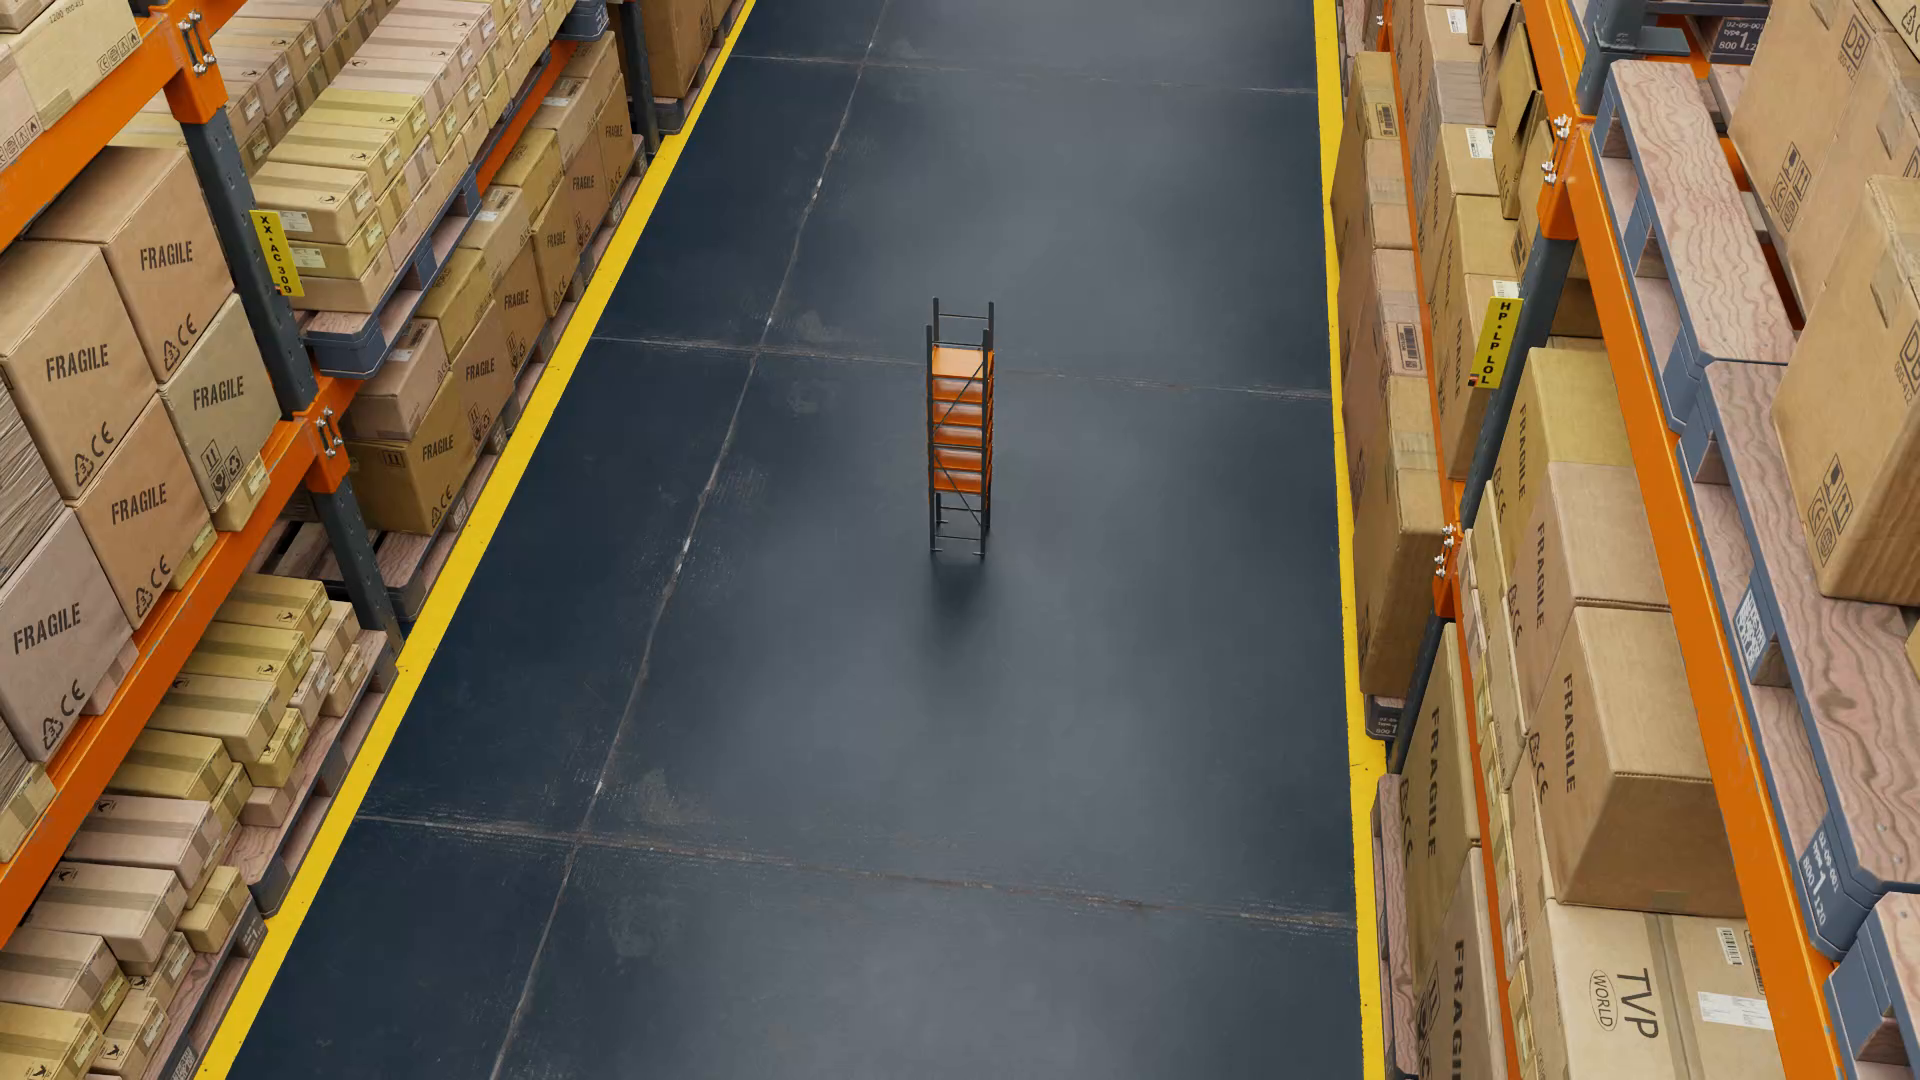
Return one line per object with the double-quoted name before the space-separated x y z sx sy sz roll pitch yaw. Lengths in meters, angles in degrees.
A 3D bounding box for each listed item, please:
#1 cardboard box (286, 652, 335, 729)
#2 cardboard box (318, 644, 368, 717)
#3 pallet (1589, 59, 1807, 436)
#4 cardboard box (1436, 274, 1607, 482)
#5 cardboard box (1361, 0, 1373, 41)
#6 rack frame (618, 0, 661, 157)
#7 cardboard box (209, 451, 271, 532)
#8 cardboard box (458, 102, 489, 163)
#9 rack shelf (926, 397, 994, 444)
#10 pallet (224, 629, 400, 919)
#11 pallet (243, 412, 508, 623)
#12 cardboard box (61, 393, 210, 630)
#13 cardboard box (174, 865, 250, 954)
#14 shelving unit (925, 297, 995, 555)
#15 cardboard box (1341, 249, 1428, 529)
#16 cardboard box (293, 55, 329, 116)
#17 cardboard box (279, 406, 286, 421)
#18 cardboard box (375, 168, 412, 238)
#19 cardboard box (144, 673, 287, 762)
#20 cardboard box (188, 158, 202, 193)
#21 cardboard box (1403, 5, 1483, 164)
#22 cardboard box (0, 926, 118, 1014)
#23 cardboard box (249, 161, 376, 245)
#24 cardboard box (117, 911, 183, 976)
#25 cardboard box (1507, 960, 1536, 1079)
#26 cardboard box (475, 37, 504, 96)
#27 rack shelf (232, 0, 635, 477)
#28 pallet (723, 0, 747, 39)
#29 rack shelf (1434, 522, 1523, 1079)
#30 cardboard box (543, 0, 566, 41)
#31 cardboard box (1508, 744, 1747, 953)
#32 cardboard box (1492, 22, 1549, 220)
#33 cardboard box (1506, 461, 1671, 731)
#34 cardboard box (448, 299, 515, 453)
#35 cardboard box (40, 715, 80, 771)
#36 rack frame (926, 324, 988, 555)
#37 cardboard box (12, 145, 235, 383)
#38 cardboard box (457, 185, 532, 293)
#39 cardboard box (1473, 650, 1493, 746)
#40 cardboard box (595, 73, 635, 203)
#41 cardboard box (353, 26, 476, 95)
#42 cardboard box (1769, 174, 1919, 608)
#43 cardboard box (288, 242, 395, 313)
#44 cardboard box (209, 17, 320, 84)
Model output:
"cardboard box" -2.529 0.538 6.074 0.380 0.149 0.250 3 44 4
"cardboard box" -2.493 0.515 6.315 0.380 0.149 0.250 6 44 6
"pallet" 2.006 -0.647 3.657 1.003 0.211 1.213 5 44 6
"cardboard box" 1.915 -0.526 5.574 0.500 0.500 0.500 5 44 6
"cardboard box" 2.851 -3.349 10.126 0.700 0.500 0.500 9 44 9
"rack frame" -2.250 -3.392 8.673 1.000 3.000 0.127 5 44 6
"cardboard box" -2.511 -0.174 5.457 0.380 0.149 0.250 4 44 4
"cardboard box" -2.135 -1.658 6.719 0.380 0.149 0.250 3 44 4
"rack shelf" 0.002 -0.500 6.818 0.258 0.103 0.180 5 44 6
"pallet" -2.832 0.807 6.266 1.003 0.211 1.213 5 44 6
"pallet" -2.677 -0.184 7.313 1.003 0.211 1.213 5 44 6
"cardboard box" -2.632 -0.101 4.909 0.500 0.500 0.500 4 44 4
"cardboard box" -2.630 1.220 5.570 0.380 0.149 0.250 5 44 5
"shelving unit" 0.002 -0.446 6.870 0.258 1.200 0.189 5 44 6
"cardboard box" 2.306 -0.575 6.937 1.225 0.875 0.875 4 44 4
"cardboard box" -2.785 -1.837 6.692 0.380 0.149 0.250 3 44 3
"cardboard box" -2.931 -0.714 6.812 0.500 0.250 0.500 4 44 4
"cardboard box" -2.238 -1.239 6.060 0.380 0.149 0.250 4 44 5
"cardboard box" -2.588 0.615 5.777 0.380 0.149 0.250 5 44 5
"cardboard box" -2.919 -1.235 5.839 0.380 0.149 0.250 7 44 7
"cardboard box" 2.189 -1.901 7.026 0.500 0.500 0.500 5 44 5
"cardboard box" -2.809 1.322 5.030 0.380 0.149 0.250 5 44 6
"cardboard box" -2.271 -1.170 5.771 0.380 0.149 0.250 7 44 8
"cardboard box" -2.747 1.240 5.333 0.380 0.149 0.250 3 44 4
"cardboard box" 1.551 1.179 4.029 0.380 0.149 0.250 4 44 4
"cardboard box" -2.102 -1.957 6.818 0.380 0.149 0.250 5 44 5
"rack shelf" -2.514 -1.768 7.481 1.077 0.370 4.000 5 44 6
"pallet" -1.907 -3.739 11.068 1.003 0.211 1.213 5 44 6
"rack shelf" 1.860 1.478 4.053 1.077 0.370 4.000 5 44 6
"cardboard box" -1.998 -2.378 7.479 0.380 0.149 0.250 3 44 4
"cardboard box" 1.669 0.788 4.151 0.500 0.250 0.500 6 44 7
"cardboard box" 2.303 -1.450 5.819 0.797 0.503 0.637 6 44 6
"cardboard box" 1.735 0.166 4.263 0.500 0.500 0.500 5 44 6
"cardboard box" -2.350 -0.751 7.397 0.500 0.500 0.500 7 44 7
"cardboard box" -2.756 0.533 4.710 0.380 0.149 0.250 5 44 5
"rack frame" -0.010 -0.383 6.804 0.240 1.200 0.006 5 44 6
"cardboard box" -2.573 -0.829 4.949 0.500 0.500 0.500 4 44 4
"cardboard box" -2.279 -1.373 7.508 0.500 0.250 0.500 7 44 7
"cardboard box" 1.687 0.475 4.772 0.380 0.149 0.250 7 44 7
"cardboard box" -2.078 -2.165 8.889 0.500 0.500 0.500 5 44 5
"cardboard box" -2.135 -1.880 6.520 0.380 0.149 0.250 5 44 5
"cardboard box" 1.795 -0.213 2.682 0.700 0.500 0.500 7 44 7
"cardboard box" -2.271 -0.954 5.976 0.380 0.149 0.250 3 44 3
"cardboard box" -2.778 -1.940 6.584 0.380 0.149 0.250 4 44 4
